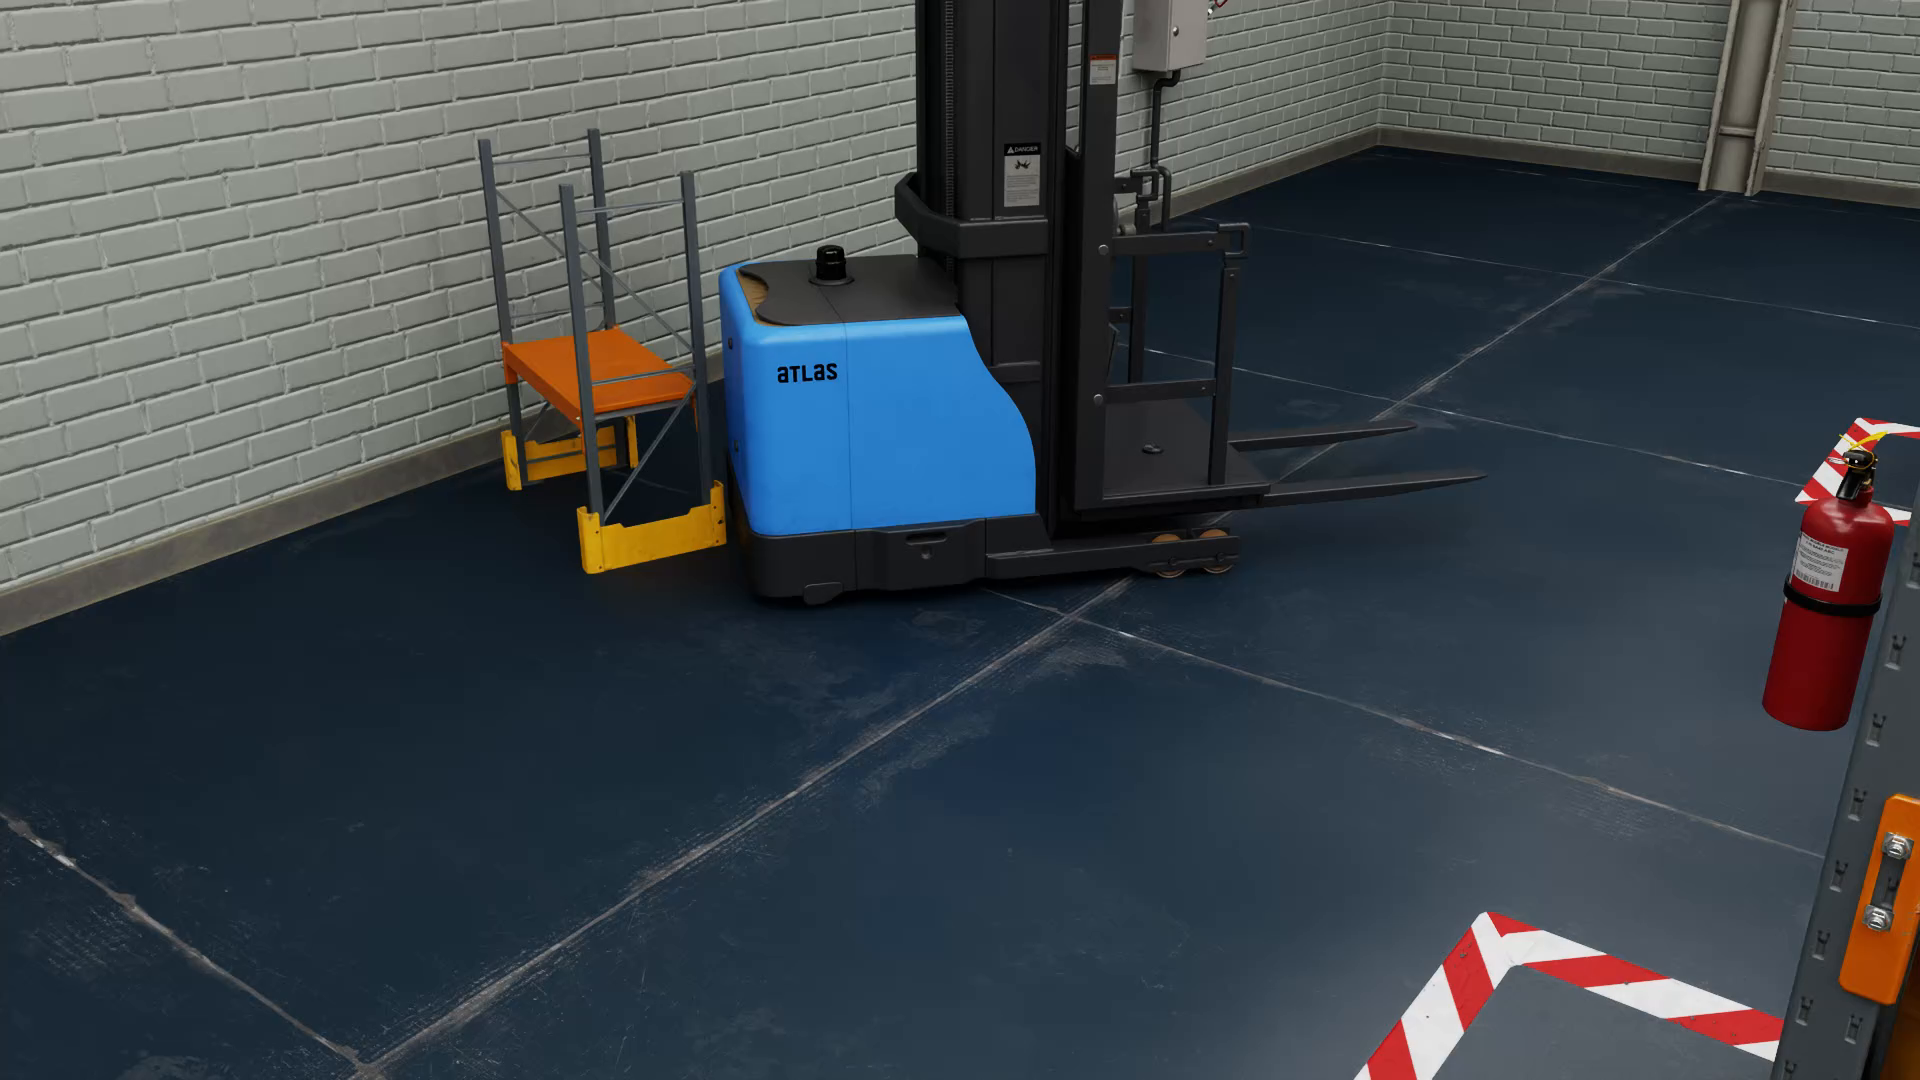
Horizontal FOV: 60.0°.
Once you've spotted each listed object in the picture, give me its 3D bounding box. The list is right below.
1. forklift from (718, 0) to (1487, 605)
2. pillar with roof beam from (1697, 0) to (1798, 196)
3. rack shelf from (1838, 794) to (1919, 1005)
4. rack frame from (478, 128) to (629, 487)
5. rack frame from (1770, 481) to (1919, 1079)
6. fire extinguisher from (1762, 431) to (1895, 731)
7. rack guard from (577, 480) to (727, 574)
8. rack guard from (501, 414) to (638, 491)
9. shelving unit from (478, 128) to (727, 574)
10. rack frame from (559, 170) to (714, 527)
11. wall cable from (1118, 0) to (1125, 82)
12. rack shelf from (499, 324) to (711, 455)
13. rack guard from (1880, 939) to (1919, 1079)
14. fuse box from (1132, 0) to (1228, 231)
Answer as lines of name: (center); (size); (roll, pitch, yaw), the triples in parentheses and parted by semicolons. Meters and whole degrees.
forklift: (0.609, -1.397, 6.286); (3.031, 2.935, 1.130); (-5, 24, -12)
pillar with roof beam: (3.404, -5.455, 7.970); (0.400, 9.000, 9.100); (17, 29, 33)
rack shelf: (3.341, 0.881, 1.923); (4.000, 0.370, 1.077); (17, 29, 33)
rack frame: (-1.718, -0.972, 7.096); (0.500, 1.500, 0.032); (-13, 27, -28)
rack frame: (1.739, 0.069, 2.873); (0.053, 2.616, 0.949); (17, 29, 33)
fire extinguisher: (1.816, 0.064, 3.442); (0.183, 0.674, 0.296); (17, 29, 33)
rack guard: (-1.209, -0.054, 6.563); (0.587, 0.250, 0.087); (-13, 27, -28)
rack guard: (-1.718, -0.400, 7.347); (0.587, 0.250, 0.087); (-13, 27, -28)
shelving unit: (-1.463, -0.799, 6.703); (0.587, 1.500, 1.083); (-13, 27, -28)
rack frame: (-1.199, -0.620, 6.296); (0.500, 1.500, 0.032); (-13, 27, -28)
wall cable: (0.944, -3.835, 10.473); (0.122, 1.984, 0.588); (17, 29, 33)
rack shelf: (-1.459, -0.631, 6.769); (0.538, 0.185, 1.000); (-13, 27, -28)
rack guard: (1.802, 1.230, 3.338); (0.348, 0.500, 1.175); (17, 29, 33)
fuse box: (1.479, -2.962, 11.351); (0.414, 1.711, 0.539); (17, 29, 33)
